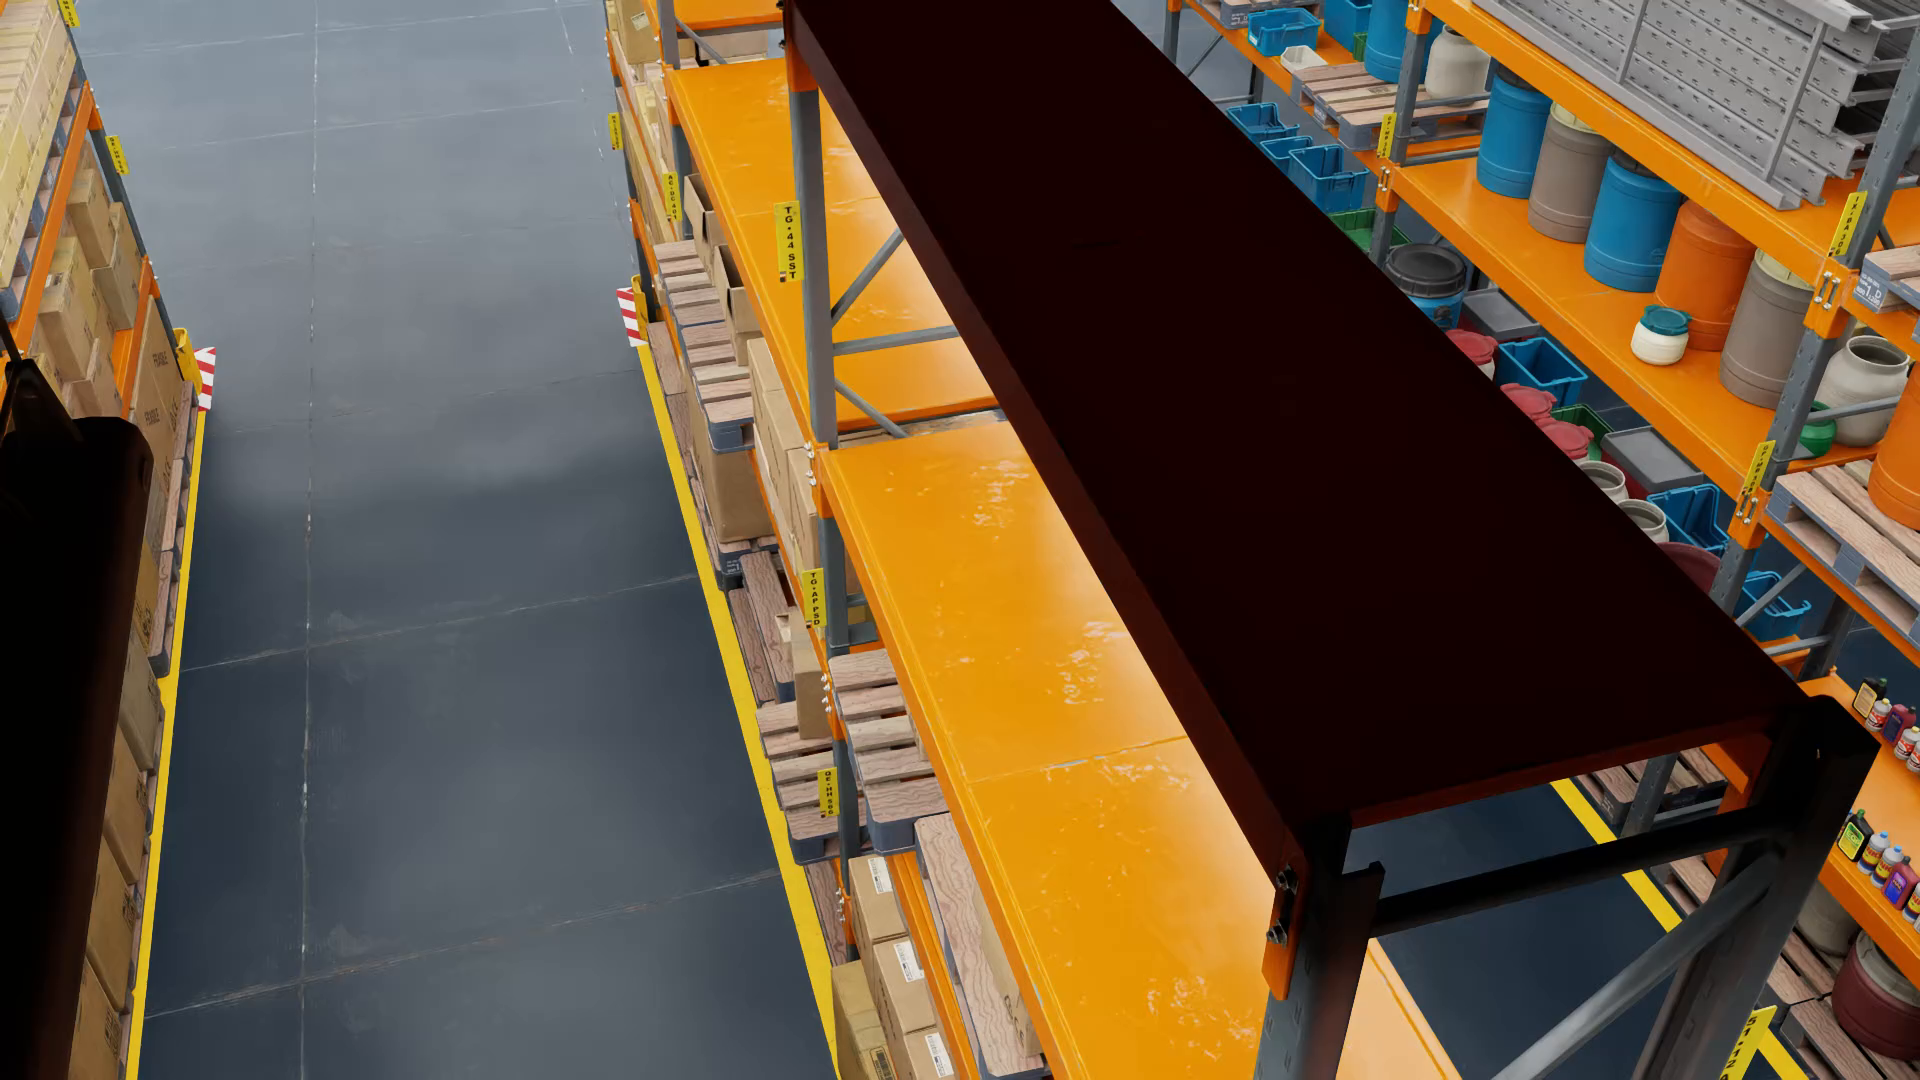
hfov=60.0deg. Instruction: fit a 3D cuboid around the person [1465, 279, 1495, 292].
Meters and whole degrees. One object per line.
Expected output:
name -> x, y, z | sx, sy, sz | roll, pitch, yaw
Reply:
person -> 4.757, -2.716, 14.936 | 0.516, 1.672, 0.734 | -27, 46, -30
